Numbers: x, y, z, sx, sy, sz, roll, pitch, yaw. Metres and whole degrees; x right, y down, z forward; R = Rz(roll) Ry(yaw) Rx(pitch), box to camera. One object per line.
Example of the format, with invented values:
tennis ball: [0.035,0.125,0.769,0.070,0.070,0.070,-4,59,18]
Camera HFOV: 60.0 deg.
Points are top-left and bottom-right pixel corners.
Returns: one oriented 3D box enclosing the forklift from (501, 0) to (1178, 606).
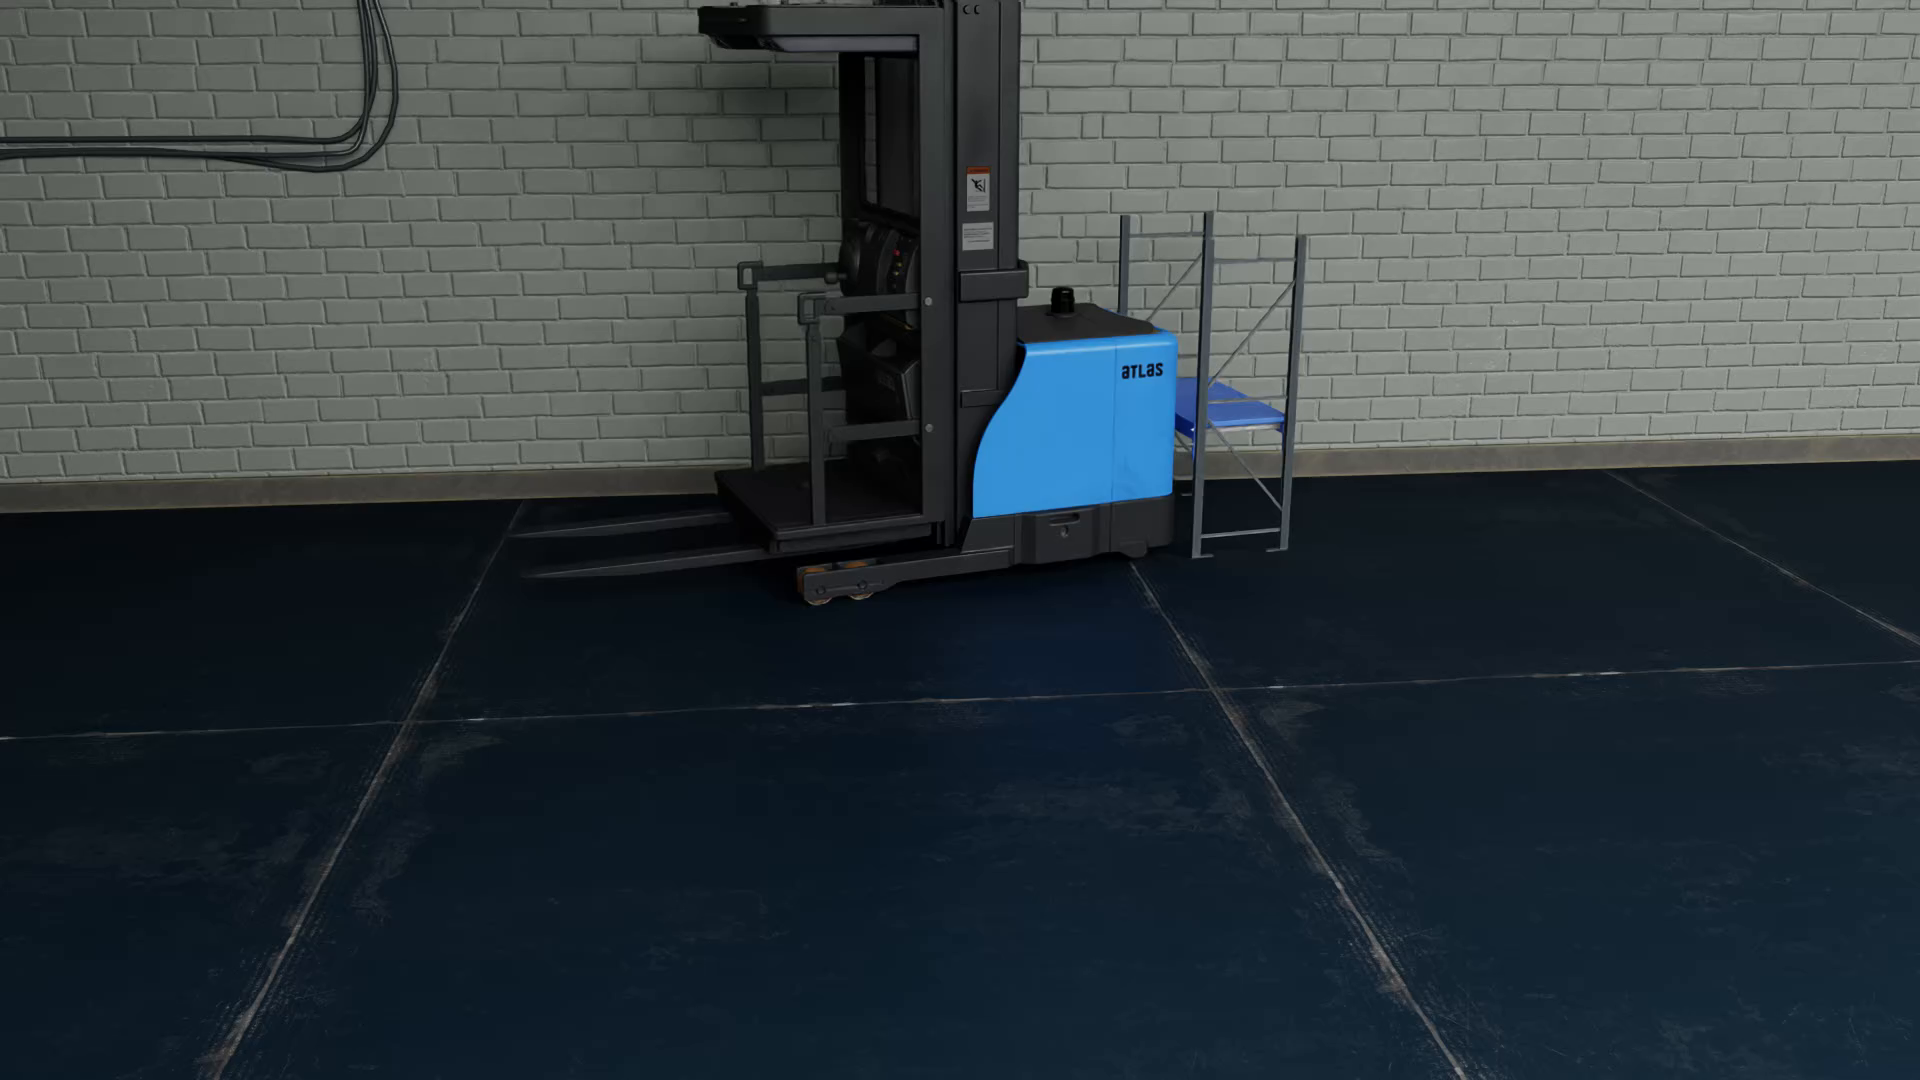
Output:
forklift: [-0.551,-1.291,7.397,3.031,2.935,1.130,-7,19,-21]

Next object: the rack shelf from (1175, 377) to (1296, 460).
rack shelf: [1.196,-0.625,8.265,0.538,0.185,1.000,-5,18,-15]

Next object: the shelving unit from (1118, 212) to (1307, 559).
shelving unit: [1.196,-0.797,8.211,0.538,1.500,1.048,-5,18,-15]

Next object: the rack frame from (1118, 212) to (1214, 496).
rack frame: [1.055,-0.943,8.677,0.500,1.500,0.032,-5,18,-15]

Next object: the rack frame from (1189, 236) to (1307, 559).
rack frame: [1.337,-0.650,7.745,0.500,1.500,0.032,-5,18,-15]

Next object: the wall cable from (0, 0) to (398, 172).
wall cable: [-4.304,-2.963,7.776,3.097,2.526,0.112,-2,18,-6]
